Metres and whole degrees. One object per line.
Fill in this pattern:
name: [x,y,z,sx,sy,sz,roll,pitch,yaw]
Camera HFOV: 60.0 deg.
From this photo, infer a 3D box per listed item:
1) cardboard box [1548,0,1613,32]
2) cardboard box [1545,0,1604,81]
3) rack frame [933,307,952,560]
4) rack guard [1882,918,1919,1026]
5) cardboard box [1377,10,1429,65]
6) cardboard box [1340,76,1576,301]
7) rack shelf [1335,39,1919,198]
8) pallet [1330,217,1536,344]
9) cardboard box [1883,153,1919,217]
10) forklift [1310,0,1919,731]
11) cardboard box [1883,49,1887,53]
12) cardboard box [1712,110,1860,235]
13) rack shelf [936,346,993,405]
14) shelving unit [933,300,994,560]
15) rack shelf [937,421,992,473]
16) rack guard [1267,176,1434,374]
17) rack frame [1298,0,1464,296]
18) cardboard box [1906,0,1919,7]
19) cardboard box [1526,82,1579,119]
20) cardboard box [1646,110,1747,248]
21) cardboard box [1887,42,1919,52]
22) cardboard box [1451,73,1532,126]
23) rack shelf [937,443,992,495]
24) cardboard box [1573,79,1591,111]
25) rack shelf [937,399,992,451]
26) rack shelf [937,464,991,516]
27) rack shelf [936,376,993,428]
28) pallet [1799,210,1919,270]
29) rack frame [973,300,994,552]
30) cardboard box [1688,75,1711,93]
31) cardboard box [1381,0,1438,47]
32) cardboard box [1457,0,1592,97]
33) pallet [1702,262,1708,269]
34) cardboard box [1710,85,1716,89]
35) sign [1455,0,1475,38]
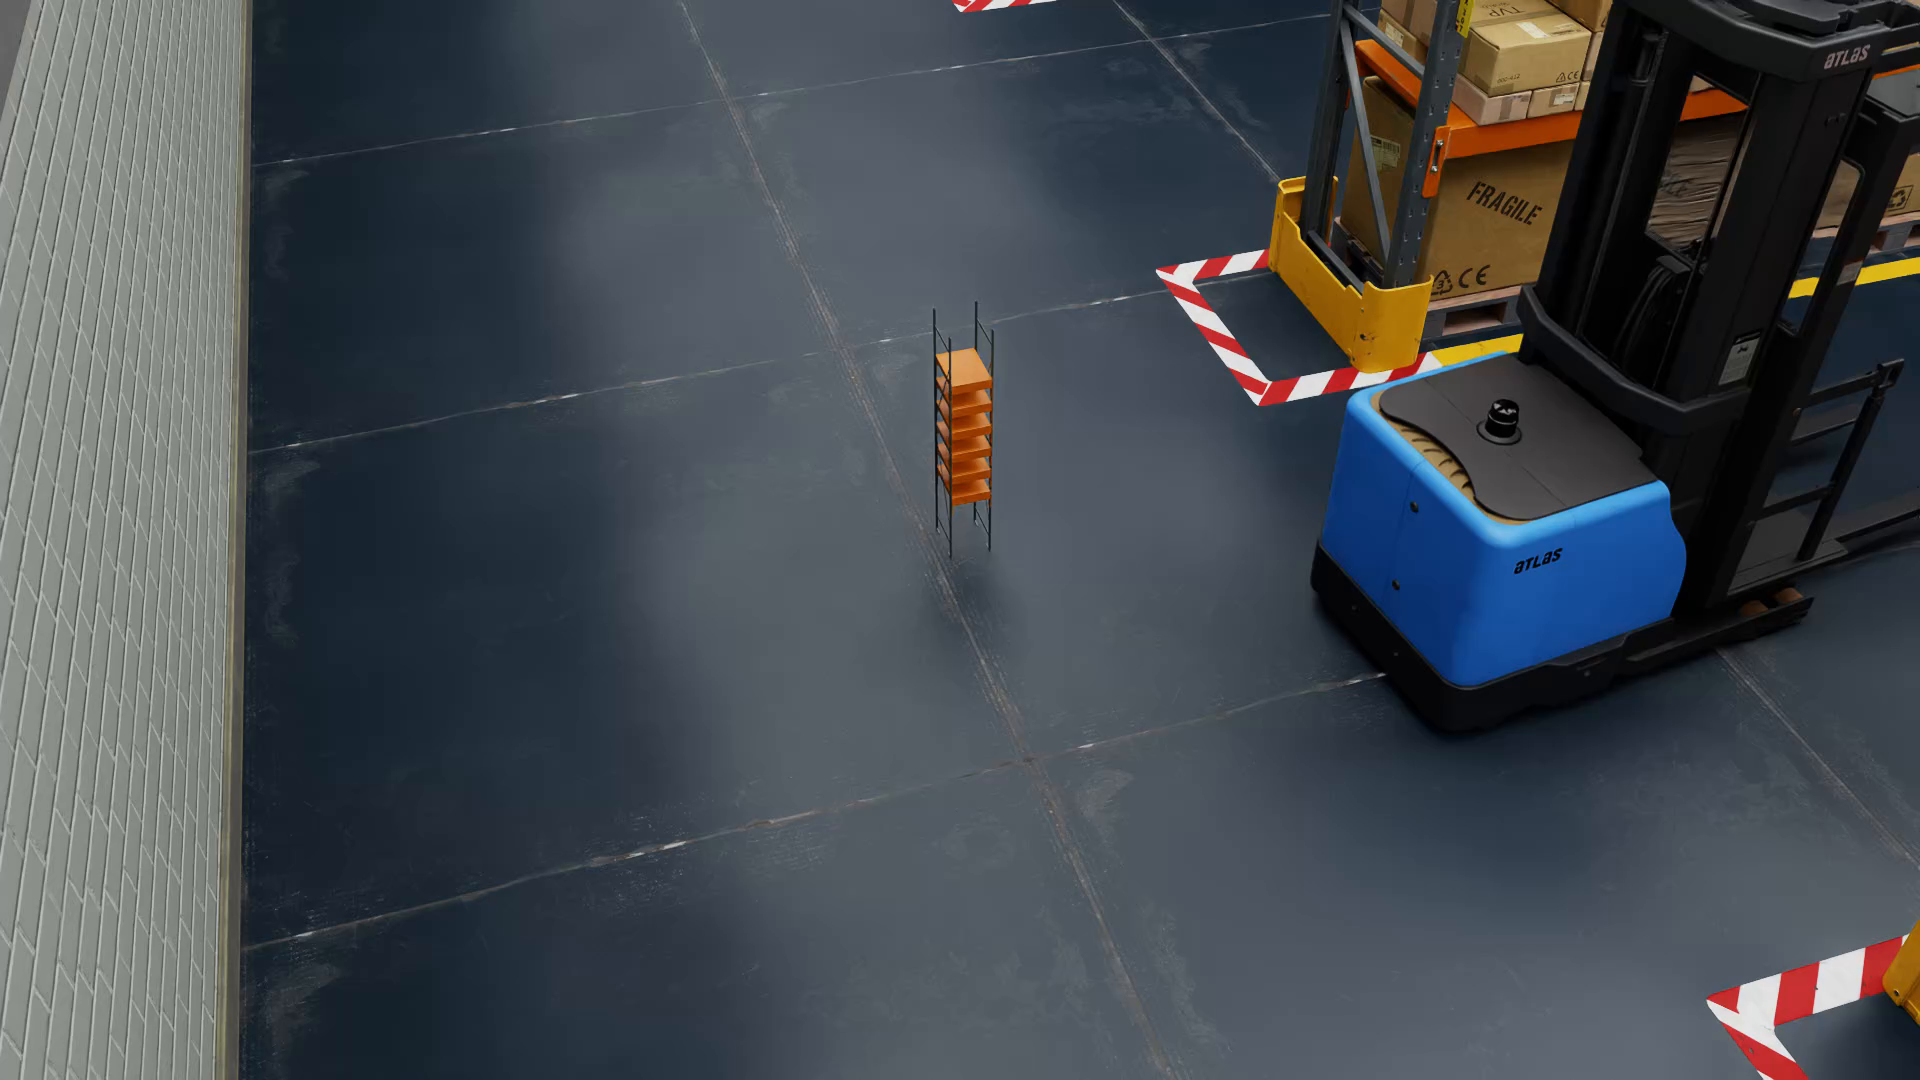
cardboard box: [3.096,-2.745,7.779,0.500,0.500,0.500,-13,43,-14]
cardboard box: [3.113,-2.470,8.035,0.500,0.250,0.500,-12,43,-14]
rack frame: [-0.073,-0.437,7.187,0.006,1.200,0.240,-12,42,-13]
rack guard: [3.549,1.680,5.297,0.348,0.500,1.175,-12,42,-13]
cardboard box: [2.321,-2.565,8.446,0.250,0.149,0.380,-11,42,-12]
cardboard box: [2.666,-1.917,8.810,0.875,0.875,0.875,-12,42,-13]
rack shelf: [3.988,-2.507,8.736,4.000,0.370,1.077,-12,42,-13]
pallet: [2.819,-1.539,9.201,1.213,0.211,1.003,-12,42,-13]
cardboard box: [5.242,-2.451,9.421,0.875,0.875,0.875,-12,42,-13]
forklift: [3.096,-0.984,6.498,3.031,2.935,1.130,-16,44,-18]
cardboard box: [4.477,-2.558,8.439,0.250,0.149,0.380,-12,43,-14]
cardboard box: [4.383,-2.273,9.217,0.875,0.875,0.875,-12,42,-13]
rack shelf: [0.014,-0.692,7.000,0.180,0.103,0.258,-12,42,-13]
shelving unit: [0.014,-0.455,7.208,0.189,1.200,0.258,-12,42,-13]
rack shelf: [0.014,-0.421,7.237,0.180,0.103,0.258,-12,42,-13]
rack guard: [2.057,-1.436,8.864,0.348,0.500,1.175,-12,42,-13]
rack frame: [2.080,-2.382,8.047,0.127,3.000,1.000,-12,42,-13]
cardboard box: [4.573,-2.772,8.380,0.500,0.250,0.500,-11,42,-12]
cardboard box: [2.762,-2.203,8.032,0.250,0.149,0.380,-12,43,-14]
cardboard box: [3.534,-2.097,9.016,0.875,0.875,0.875,-12,42,-13]
cardboard box: [4.721,-2.609,8.497,0.250,0.149,0.380,-11,42,-12]
cardboard box: [2.518,-2.151,7.973,0.250,0.149,0.380,-11,42,-13]
rack shelf: [0.014,-0.331,7.316,0.180,0.103,0.258,-12,42,-13]
cardboard box: [3.006,-2.253,8.090,0.250,0.149,0.380,-13,43,-14]
rack shelf: [0.014,-0.512,7.158,0.180,0.103,0.258,-12,42,-13]
rack shelf: [0.014,-0.241,7.395,0.180,0.103,0.258,-12,42,-13]
rack shelf: [0.014,-0.602,7.079,0.180,0.103,0.258,-12,42,-13]
pallet: [5.146,-2.022,9.753,1.213,0.211,1.003,-12,42,-13]
rack frame: [0.101,-0.473,7.229,0.006,1.200,0.240,-12,42,-13]
cardboard box: [3.497,-2.355,8.206,0.250,0.149,0.380,-12,43,-14]
cardboard box: [2.462,-2.700,8.298,0.500,0.250,0.500,-12,43,-14]
cardboard box: [2.619,-2.363,7.913,0.500,0.250,0.500,-13,43,-14]
pallet: [3.981,-1.778,9.474,1.213,0.211,1.003,-12,42,-13]
cardboard box: [3.743,-2.407,8.265,0.250,0.149,0.380,-12,43,-14]
sign: [2.241,-2.389,7.336,0.005,0.325,0.100,-12,42,-13]
